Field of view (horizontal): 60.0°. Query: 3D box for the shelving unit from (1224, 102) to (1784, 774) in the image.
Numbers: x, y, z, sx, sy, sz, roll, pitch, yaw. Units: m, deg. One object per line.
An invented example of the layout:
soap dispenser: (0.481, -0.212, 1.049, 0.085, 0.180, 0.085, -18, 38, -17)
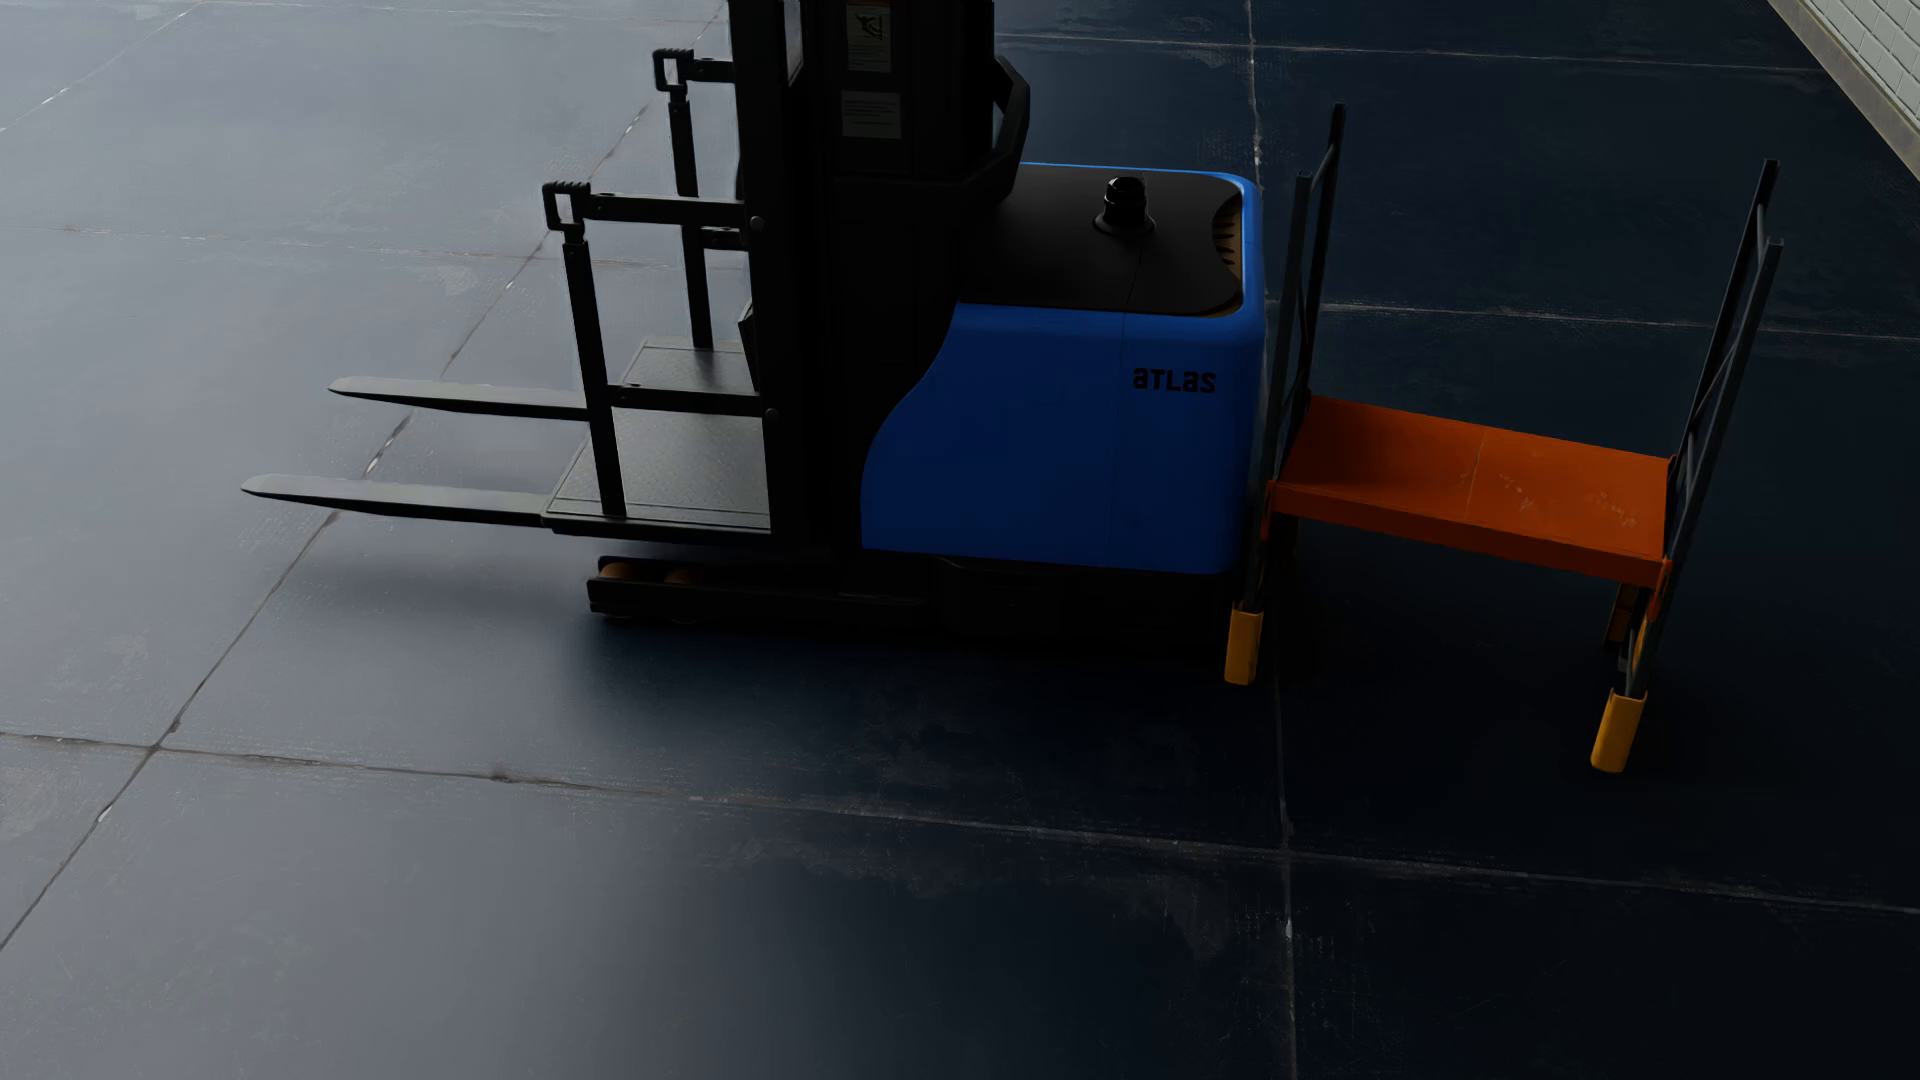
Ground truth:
shelving unit: (1.348, -0.262, 4.326, 1.083, 1.500, 0.587, 12, 37, 17)

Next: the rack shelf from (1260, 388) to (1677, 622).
rack shelf: (1.357, -0.113, 4.427, 1.000, 0.185, 0.538, 12, 37, 17)

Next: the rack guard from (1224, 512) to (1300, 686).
rack guard: (0.883, 0.144, 4.833, 0.087, 0.250, 0.587, 12, 37, 17)

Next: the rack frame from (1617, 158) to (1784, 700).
rack frame: (1.832, -0.155, 4.176, 0.032, 1.500, 0.500, 12, 37, 17)

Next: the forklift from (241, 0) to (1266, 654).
forklift: (-0.658, -1.244, 4.470, 3.031, 2.935, 1.130, 4, 36, 6)

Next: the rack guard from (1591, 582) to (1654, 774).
rack guard: (1.814, 0.350, 4.545, 0.087, 0.250, 0.587, 12, 37, 17)

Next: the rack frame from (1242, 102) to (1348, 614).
rack frame: (0.881, -0.365, 4.470, 0.032, 1.500, 0.500, 12, 37, 17)
